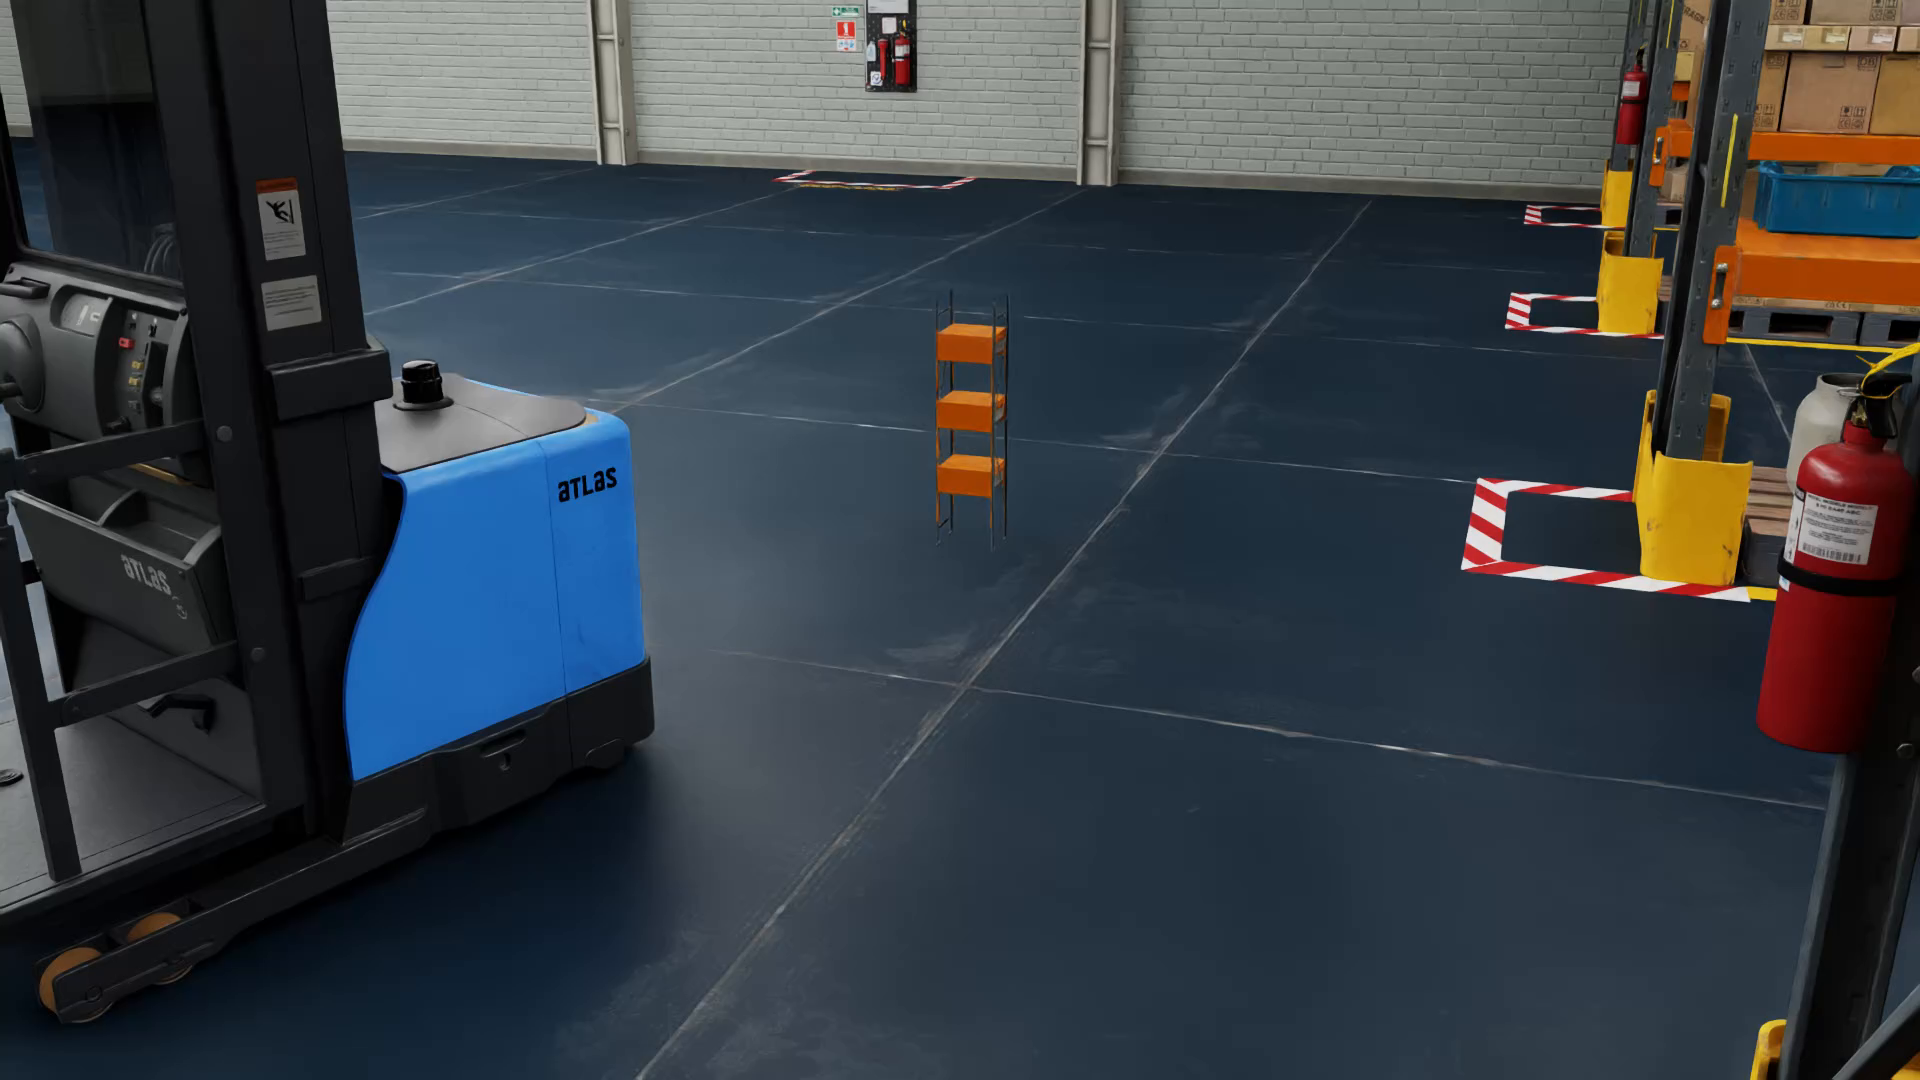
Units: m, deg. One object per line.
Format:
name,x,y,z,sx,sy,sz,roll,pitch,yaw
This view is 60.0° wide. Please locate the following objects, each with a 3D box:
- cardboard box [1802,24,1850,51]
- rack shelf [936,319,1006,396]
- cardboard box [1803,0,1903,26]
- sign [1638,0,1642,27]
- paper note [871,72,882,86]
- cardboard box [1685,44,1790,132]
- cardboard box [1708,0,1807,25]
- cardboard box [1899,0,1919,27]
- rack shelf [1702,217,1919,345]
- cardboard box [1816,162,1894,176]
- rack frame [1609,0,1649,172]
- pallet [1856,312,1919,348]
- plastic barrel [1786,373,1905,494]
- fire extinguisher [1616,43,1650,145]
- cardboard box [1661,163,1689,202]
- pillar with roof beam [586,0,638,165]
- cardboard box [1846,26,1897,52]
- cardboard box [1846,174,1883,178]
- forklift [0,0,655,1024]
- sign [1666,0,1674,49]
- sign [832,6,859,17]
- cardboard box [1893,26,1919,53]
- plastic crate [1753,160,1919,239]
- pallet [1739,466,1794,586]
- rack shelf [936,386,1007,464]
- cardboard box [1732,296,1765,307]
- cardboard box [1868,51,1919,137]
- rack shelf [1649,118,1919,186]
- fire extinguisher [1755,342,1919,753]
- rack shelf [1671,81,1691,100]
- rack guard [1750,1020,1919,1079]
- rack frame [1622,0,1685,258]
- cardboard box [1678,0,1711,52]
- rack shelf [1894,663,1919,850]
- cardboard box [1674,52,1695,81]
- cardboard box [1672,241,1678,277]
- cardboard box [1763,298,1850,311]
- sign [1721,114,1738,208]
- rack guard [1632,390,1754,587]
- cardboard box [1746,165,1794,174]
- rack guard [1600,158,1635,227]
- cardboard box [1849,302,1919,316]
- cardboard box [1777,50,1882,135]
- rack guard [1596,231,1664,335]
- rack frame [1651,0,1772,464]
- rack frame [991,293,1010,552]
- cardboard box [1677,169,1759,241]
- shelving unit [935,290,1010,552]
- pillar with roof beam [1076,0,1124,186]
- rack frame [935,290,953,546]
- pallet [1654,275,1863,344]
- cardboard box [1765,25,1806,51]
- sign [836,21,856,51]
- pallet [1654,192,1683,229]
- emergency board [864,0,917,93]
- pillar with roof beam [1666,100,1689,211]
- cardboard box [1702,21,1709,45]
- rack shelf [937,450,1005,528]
cardboard box,5.402,-3.150,10.418,0.250,0.149,0.380,7,20,18
rack shelf,0.051,-0.748,6.797,0.240,0.259,0.215,7,20,18
cardboard box,5.602,-3.505,10.452,0.500,0.500,0.700,6,20,17
sign,6.061,-4.741,14.806,0.005,0.325,0.100,7,20,18
paper note,-0.950,-5.246,18.908,0.142,0.148,0.016,7,20,18
cardboard box,5.053,-2.953,10.840,0.500,0.500,0.700,7,20,18
cardboard box,5.103,-3.560,10.610,0.500,0.500,0.700,7,20,18
cardboard box,6.078,-3.451,10.297,0.500,0.500,0.700,7,20,18
rack shelf,4.877,-0.865,6.094,4.000,0.370,1.077,7,20,18
cardboard box,8.078,-3.270,15.028,0.500,0.500,0.700,5,20,15
rack frame,6.239,-4.501,15.432,0.127,3.000,1.000,7,20,18
pallet,6.501,-1.442,10.892,1.213,0.211,1.003,7,20,18
plastic barrel,3.634,-0.397,6.800,0.421,0.512,0.421,0,19,0
fire extinguisher,4.657,-3.081,11.476,0.183,0.674,0.296,7,20,18
cardboard box,6.863,-3.337,15.508,0.500,0.311,0.500,4,20,12
pillar with roof beam,-5.564,-7.485,14.878,0.400,9.000,9.100,7,20,18
cardboard box,5.640,-3.122,10.338,0.250,0.149,0.380,6,20,17
cardboard box,6.170,-2.146,11.075,0.500,0.500,0.500,7,20,18
forklift,-2.259,-0.448,3.910,1.130,2.935,3.031,15,24,36
sign,4.429,-3.235,10.364,0.005,0.325,0.100,7,20,18
sign,-1.293,-5.977,18.807,0.331,0.109,0.001,7,20,18
cardboard box,5.892,-3.094,10.257,0.250,0.149,0.380,6,20,16
plastic crate,3.558,-1.390,6.732,0.616,0.251,0.499,7,20,18
pallet,3.840,-0.021,6.816,1.213,0.211,1.003,7,20,18
rack shelf,0.051,-0.480,6.890,0.240,0.259,0.215,7,20,18
cardboard box,5.050,-1.733,11.031,0.500,0.250,0.500,7,20,18
cardboard box,6.018,-2.843,10.523,0.500,0.500,0.700,7,20,18
rack shelf,6.506,-2.405,10.511,4.000,0.370,1.077,7,20,18
fire extinguisher,1.405,0.000,2.637,0.183,0.674,0.296,7,20,18
rack shelf,8.128,-3.946,14.931,4.000,0.370,1.077,7,20,18
rack guard,1.434,1.308,2.565,0.348,0.500,1.175,7,20,18
rack frame,4.617,-2.961,11.013,0.127,3.000,1.000,7,20,18
cardboard box,6.591,-4.649,14.914,0.500,0.500,0.500,7,20,18
rack shelf,3.251,0.675,1.676,4.000,0.370,1.077,7,20,18
cardboard box,6.595,-4.288,15.019,0.500,0.250,0.500,6,20,16
cardboard box,5.220,-1.895,11.493,0.500,0.250,0.500,7,20,18
cardboard box,5.524,-1.681,10.880,0.500,0.250,0.500,7,20,18
sign,2.803,-1.381,6.061,0.005,0.325,0.100,7,20,18
rack guard,3.075,-0.247,7.025,0.348,0.500,1.175,7,20,18
cardboard box,7.401,-3.275,15.331,0.500,0.311,0.500,8,21,23
rack guard,6.310,-3.313,15.820,0.348,0.500,1.175,7,20,18
cardboard box,5.996,-1.626,10.724,0.500,0.250,0.500,7,20,18
cardboard box,5.551,-2.898,10.682,0.500,0.500,0.700,7,20,19
rack guard,4.594,-1.783,11.431,0.348,0.500,1.175,7,20,18
rack frame,2.987,-1.421,6.595,0.127,3.000,1.000,7,20,18
rack frame,0.166,-0.477,6.849,0.008,1.050,0.200,7,20,18
cardboard box,5.221,-2.249,11.372,0.500,0.500,0.500,7,20,18
shelving unit,0.051,-0.490,6.887,0.252,1.050,0.215,7,20,18
pillar with roof beam,0.103,-6.837,13.019,0.400,9.000,9.100,7,20,18
rack frame,-0.065,-0.503,6.925,0.008,1.050,0.200,7,20,18
pallet,5.353,-1.574,11.272,1.213,0.211,1.003,7,20,18
cardboard box,5.167,-3.177,10.496,0.250,0.149,0.380,6,20,17
sign,-1.294,-5.730,18.904,0.234,0.329,0.001,7,20,18
pallet,7.066,-3.078,15.585,1.213,0.211,1.003,7,20,18
emergency board,-0.806,-5.622,18.646,0.643,1.169,0.194,7,20,18
pillar with roof beam,5.771,-6.189,11.160,0.400,9.000,9.100,7,20,18
cardboard box,5.040,-3.332,10.941,0.250,0.149,0.380,6,20,17
rack shelf,0.051,-0.218,6.982,0.240,0.259,0.215,7,20,18
